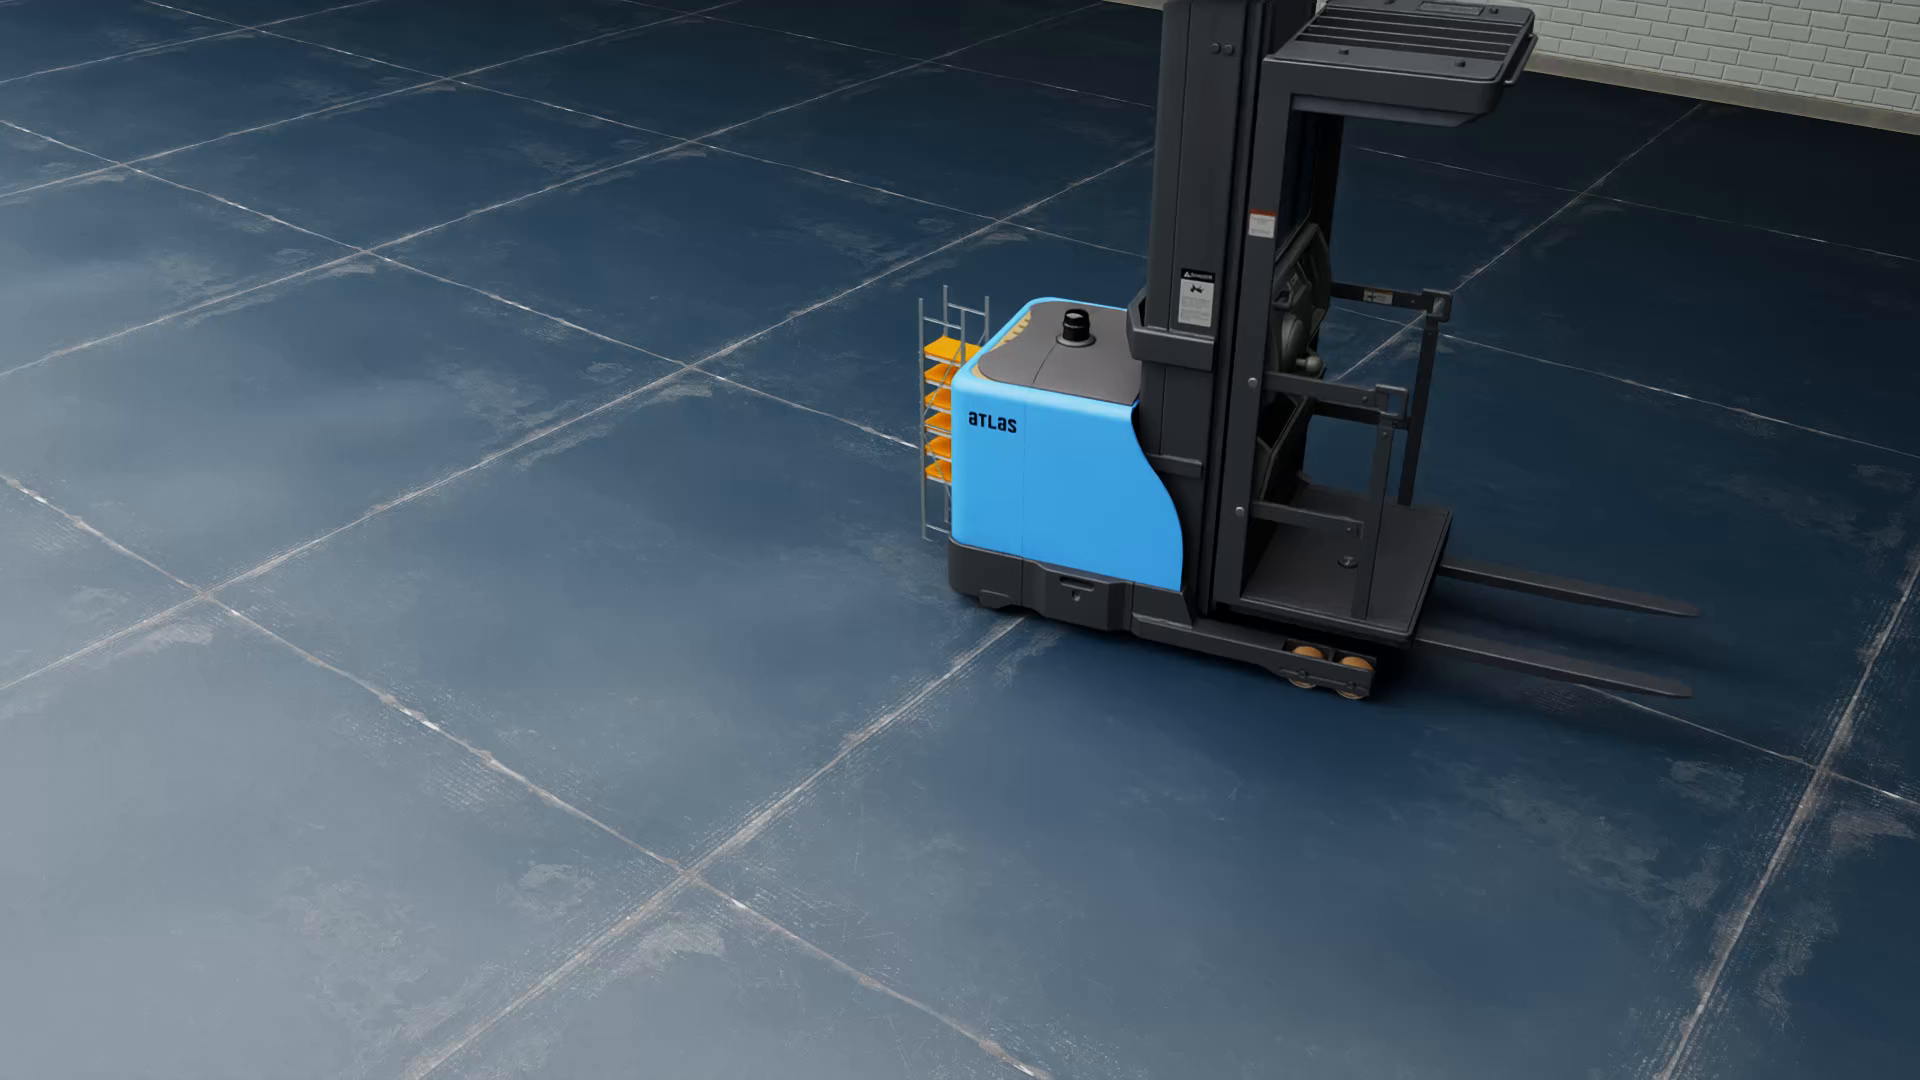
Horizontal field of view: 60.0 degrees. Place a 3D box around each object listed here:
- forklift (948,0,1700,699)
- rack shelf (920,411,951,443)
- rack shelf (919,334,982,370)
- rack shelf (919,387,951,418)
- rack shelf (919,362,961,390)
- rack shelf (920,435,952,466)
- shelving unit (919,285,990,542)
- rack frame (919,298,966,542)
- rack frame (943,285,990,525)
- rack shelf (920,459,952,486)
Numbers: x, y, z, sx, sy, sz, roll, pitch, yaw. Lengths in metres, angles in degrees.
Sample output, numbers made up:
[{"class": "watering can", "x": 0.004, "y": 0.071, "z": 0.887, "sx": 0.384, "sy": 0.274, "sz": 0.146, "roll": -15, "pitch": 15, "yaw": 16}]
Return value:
[{"class": "forklift", "x": 1.515, "y": -0.932, "z": 6.447, "sx": 3.031, "sy": 2.935, "sz": 1.130, "roll": 12, "pitch": 33, "yaw": 20}, {"class": "rack shelf", "x": -0.024, "y": -0.487, "z": 7.483, "sx": 0.258, "sy": 0.103, "sz": 0.180, "roll": 19, "pitch": 36, "yaw": 29}, {"class": "rack shelf", "x": -0.024, "y": -0.797, "z": 7.299, "sx": 0.258, "sy": 0.103, "sz": 0.180, "roll": 19, "pitch": 36, "yaw": 29}, {"class": "rack shelf", "x": -0.024, "y": -0.591, "z": 7.422, "sx": 0.258, "sy": 0.103, "sz": 0.180, "roll": 19, "pitch": 36, "yaw": 29}, {"class": "rack shelf", "x": -0.024, "y": -0.694, "z": 7.360, "sx": 0.258, "sy": 0.103, "sz": 0.180, "roll": 19, "pitch": 36, "yaw": 29}, {"class": "rack shelf", "x": -0.024, "y": -0.384, "z": 7.544, "sx": 0.258, "sy": 0.103, "sz": 0.180, "roll": 19, "pitch": 36, "yaw": 29}, {"class": "shelving unit", "x": -0.024, "y": -0.526, "z": 7.460, "sx": 0.258, "sy": 1.200, "sz": 0.189, "roll": 19, "pitch": 36, "yaw": 29}, {"class": "rack frame", "x": -0.076, "y": -0.487, "z": 7.395, "sx": 0.240, "sy": 1.200, "sz": 0.006, "roll": 19, "pitch": 36, "yaw": 29}, {"class": "rack frame", "x": 0.028, "y": -0.564, "z": 7.525, "sx": 0.240, "sy": 1.200, "sz": 0.006, "roll": 19, "pitch": 36, "yaw": 29}, {"class": "rack shelf", "x": -0.024, "y": -0.281, "z": 7.605, "sx": 0.258, "sy": 0.103, "sz": 0.180, "roll": 19, "pitch": 36, "yaw": 29}]
